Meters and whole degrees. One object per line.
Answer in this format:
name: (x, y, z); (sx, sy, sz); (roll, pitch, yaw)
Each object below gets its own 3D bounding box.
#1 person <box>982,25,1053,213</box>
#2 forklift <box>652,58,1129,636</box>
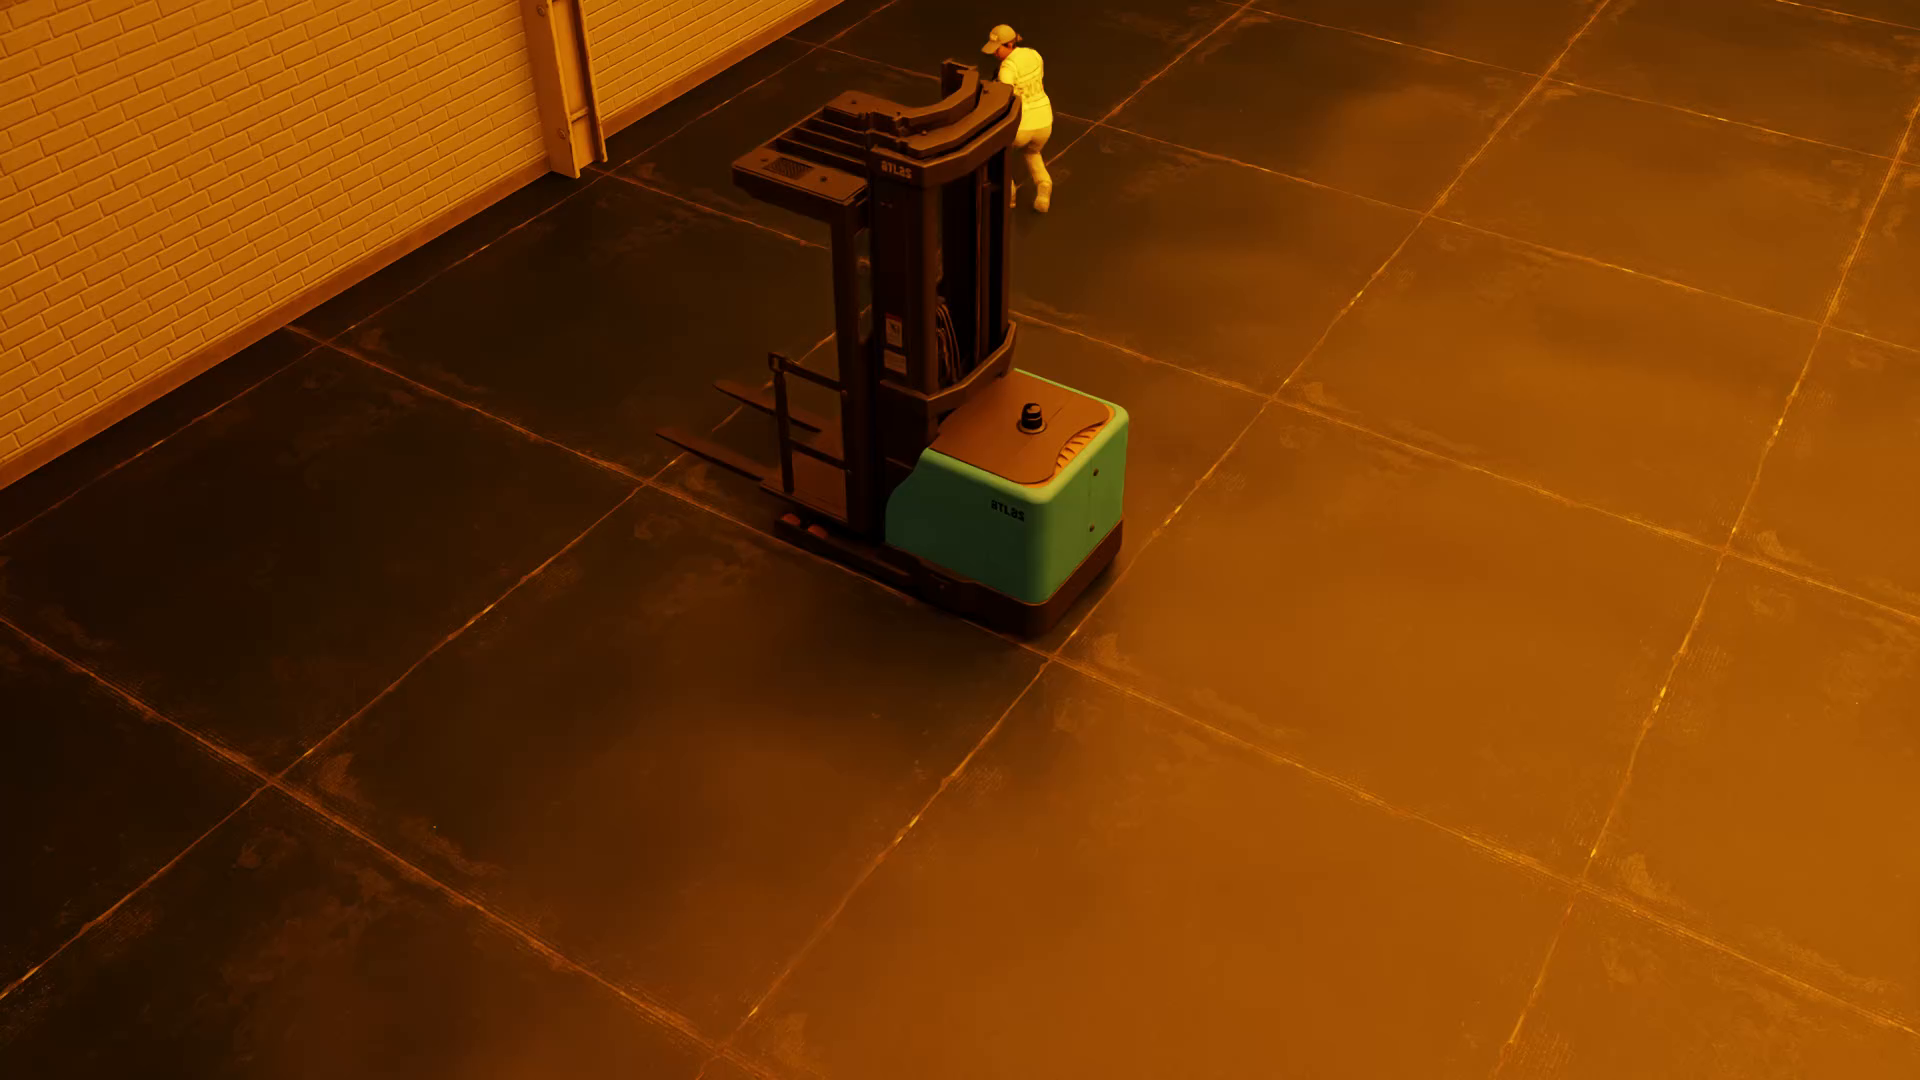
person: (0.485, -3.281, 13.002); (0.757, 1.456, 0.621); (-23, 45, -25)
forklift: (-0.538, -1.307, 9.509); (3.031, 2.935, 1.130); (23, 45, 25)
